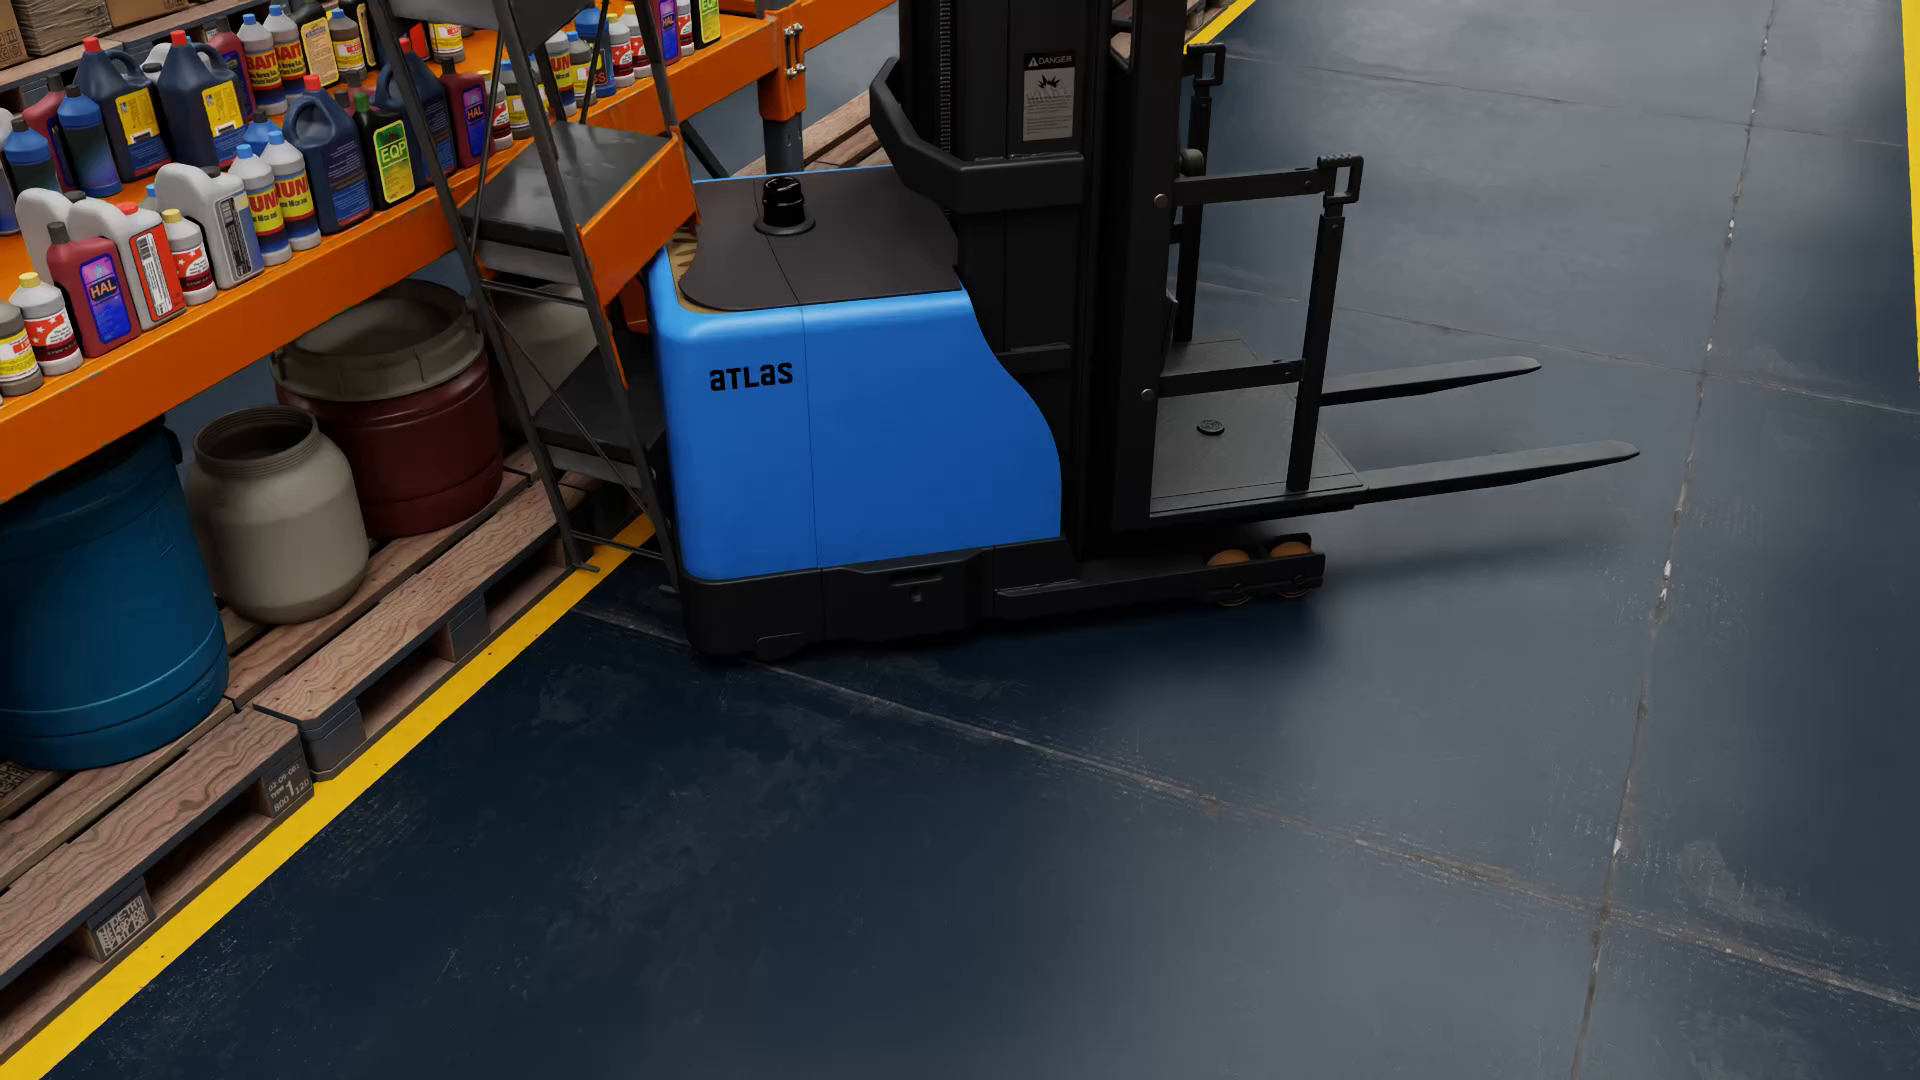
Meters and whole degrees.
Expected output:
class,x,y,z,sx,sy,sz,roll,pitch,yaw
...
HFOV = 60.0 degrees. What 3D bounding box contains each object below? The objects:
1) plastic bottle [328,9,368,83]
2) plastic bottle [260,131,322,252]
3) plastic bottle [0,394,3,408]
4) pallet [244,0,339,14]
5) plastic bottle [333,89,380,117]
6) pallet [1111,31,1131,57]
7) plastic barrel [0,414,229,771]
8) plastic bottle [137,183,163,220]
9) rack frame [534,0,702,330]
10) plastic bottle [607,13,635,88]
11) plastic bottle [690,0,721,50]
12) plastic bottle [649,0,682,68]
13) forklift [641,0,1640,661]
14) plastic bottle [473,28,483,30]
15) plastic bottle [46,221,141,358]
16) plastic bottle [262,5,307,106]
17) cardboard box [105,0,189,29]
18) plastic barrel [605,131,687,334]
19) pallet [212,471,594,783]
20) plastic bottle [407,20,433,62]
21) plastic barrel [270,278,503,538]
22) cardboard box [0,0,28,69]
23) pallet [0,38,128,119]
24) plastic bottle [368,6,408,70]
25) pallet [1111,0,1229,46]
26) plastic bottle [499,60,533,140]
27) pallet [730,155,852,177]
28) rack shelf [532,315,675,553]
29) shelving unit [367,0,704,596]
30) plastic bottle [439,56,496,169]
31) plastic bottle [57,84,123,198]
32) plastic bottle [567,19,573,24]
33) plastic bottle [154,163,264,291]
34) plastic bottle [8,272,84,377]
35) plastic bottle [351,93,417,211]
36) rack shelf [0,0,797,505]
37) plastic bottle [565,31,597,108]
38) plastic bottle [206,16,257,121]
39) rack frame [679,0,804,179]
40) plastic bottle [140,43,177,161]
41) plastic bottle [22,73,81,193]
class,x,y,z,sx,sy,sz,roll,pitch,yaw
plastic bottle,-1.830,-1.472,4.940,0.097,0.201,0.097,0,33,0
plastic bottle,-1.567,-0.818,3.880,0.097,0.271,0.097,0,33,0
plastic bottle,-1.940,-0.375,3.204,0.097,0.271,0.097,0,33,0
pallet,-4.182,-3.619,10.576,1.003,0.211,1.213,14,36,20
plastic bottle,-1.481,-0.982,4.119,0.061,0.283,0.133,14,36,20
pallet,0.348,-2.470,8.825,1.003,0.211,1.213,14,36,20
plastic barrel,-2.166,0.030,3.999,0.600,0.901,0.708,14,36,20
plastic bottle,-1.803,-0.708,3.776,0.097,0.201,0.097,0,33,0
rack frame,-0.896,-0.954,4.578,0.400,2.100,0.015,14,48,21
plastic bottle,-1.016,-1.445,4.900,0.097,0.201,0.097,0,33,0
plastic bottle,-0.814,-1.696,5.208,0.061,0.283,0.133,14,36,20
plastic bottle,-0.910,-1.581,5.032,0.061,0.283,0.133,14,36,20
forklift,0.607,-1.304,4.565,3.031,2.935,1.130,-7,34,-11
plastic bottle,-1.580,-1.798,5.373,0.097,0.271,0.097,0,33,0
plastic bottle,-1.793,-0.530,3.430,0.061,0.283,0.133,14,36,20
plastic bottle,-1.926,-1.386,4.745,0.097,0.271,0.097,0,33,0
cardboard box,-4.817,-3.221,9.305,0.700,0.500,0.500,17,37,24
plastic barrel,-1.221,-1.065,5.735,0.600,0.830,0.708,14,36,20
pallet,-1.836,0.129,4.860,1.003,0.211,1.213,14,36,20
plastic bottle,-1.700,-1.621,5.099,0.152,0.276,0.135,14,36,20
plastic barrel,-1.694,-0.402,4.943,0.600,0.588,0.708,14,36,20
cardboard box,-5.269,-2.658,8.446,0.700,0.500,0.500,12,35,18
pallet,-5.203,-2.403,8.723,1.003,0.211,1.213,14,36,20
plastic bottle,-1.719,-1.553,5.001,0.097,0.271,0.097,0,33,0
pallet,0.960,-3.195,9.931,1.003,0.211,1.213,14,36,20
plastic bottle,-1.220,-1.203,4.530,0.097,0.201,0.097,0,33,0
pallet,-0.673,-1.255,6.972,1.003,0.211,1.213,14,36,20
rack shelf,-0.927,-0.282,4.920,0.431,0.518,0.480,14,48,21
shelving unit,-0.995,-0.791,4.424,0.431,2.100,0.503,14,48,21
plastic bottle,-1.292,-1.127,4.340,0.061,0.283,0.133,14,36,20
plastic bottle,-2.183,-1.001,4.158,0.097,0.271,0.097,0,33,0
plastic bottle,-1.369,-1.816,5.397,0.152,0.276,0.135,14,36,20
plastic bottle,-1.682,-0.720,3.726,0.152,0.276,0.135,14,36,20
plastic bottle,-1.858,-0.443,3.371,0.097,0.201,0.097,0,33,0
plastic bottle,-1.425,-0.968,4.098,0.061,0.283,0.133,14,36,20
rack shelf,-1.869,-0.747,4.310,1.077,0.370,4.000,14,36,20
plastic bottle,-1.098,-1.348,4.752,0.097,0.201,0.097,0,33,0
plastic bottle,-2.032,-1.289,4.587,0.061,0.283,0.133,14,36,20
rack frame,-1.032,-2.044,5.632,1.000,3.000,0.127,14,36,20
plastic bottle,-2.087,-1.160,4.397,0.152,0.276,0.135,14,36,20
plastic bottle,-2.262,-1.015,4.169,0.061,0.283,0.133,14,36,20
